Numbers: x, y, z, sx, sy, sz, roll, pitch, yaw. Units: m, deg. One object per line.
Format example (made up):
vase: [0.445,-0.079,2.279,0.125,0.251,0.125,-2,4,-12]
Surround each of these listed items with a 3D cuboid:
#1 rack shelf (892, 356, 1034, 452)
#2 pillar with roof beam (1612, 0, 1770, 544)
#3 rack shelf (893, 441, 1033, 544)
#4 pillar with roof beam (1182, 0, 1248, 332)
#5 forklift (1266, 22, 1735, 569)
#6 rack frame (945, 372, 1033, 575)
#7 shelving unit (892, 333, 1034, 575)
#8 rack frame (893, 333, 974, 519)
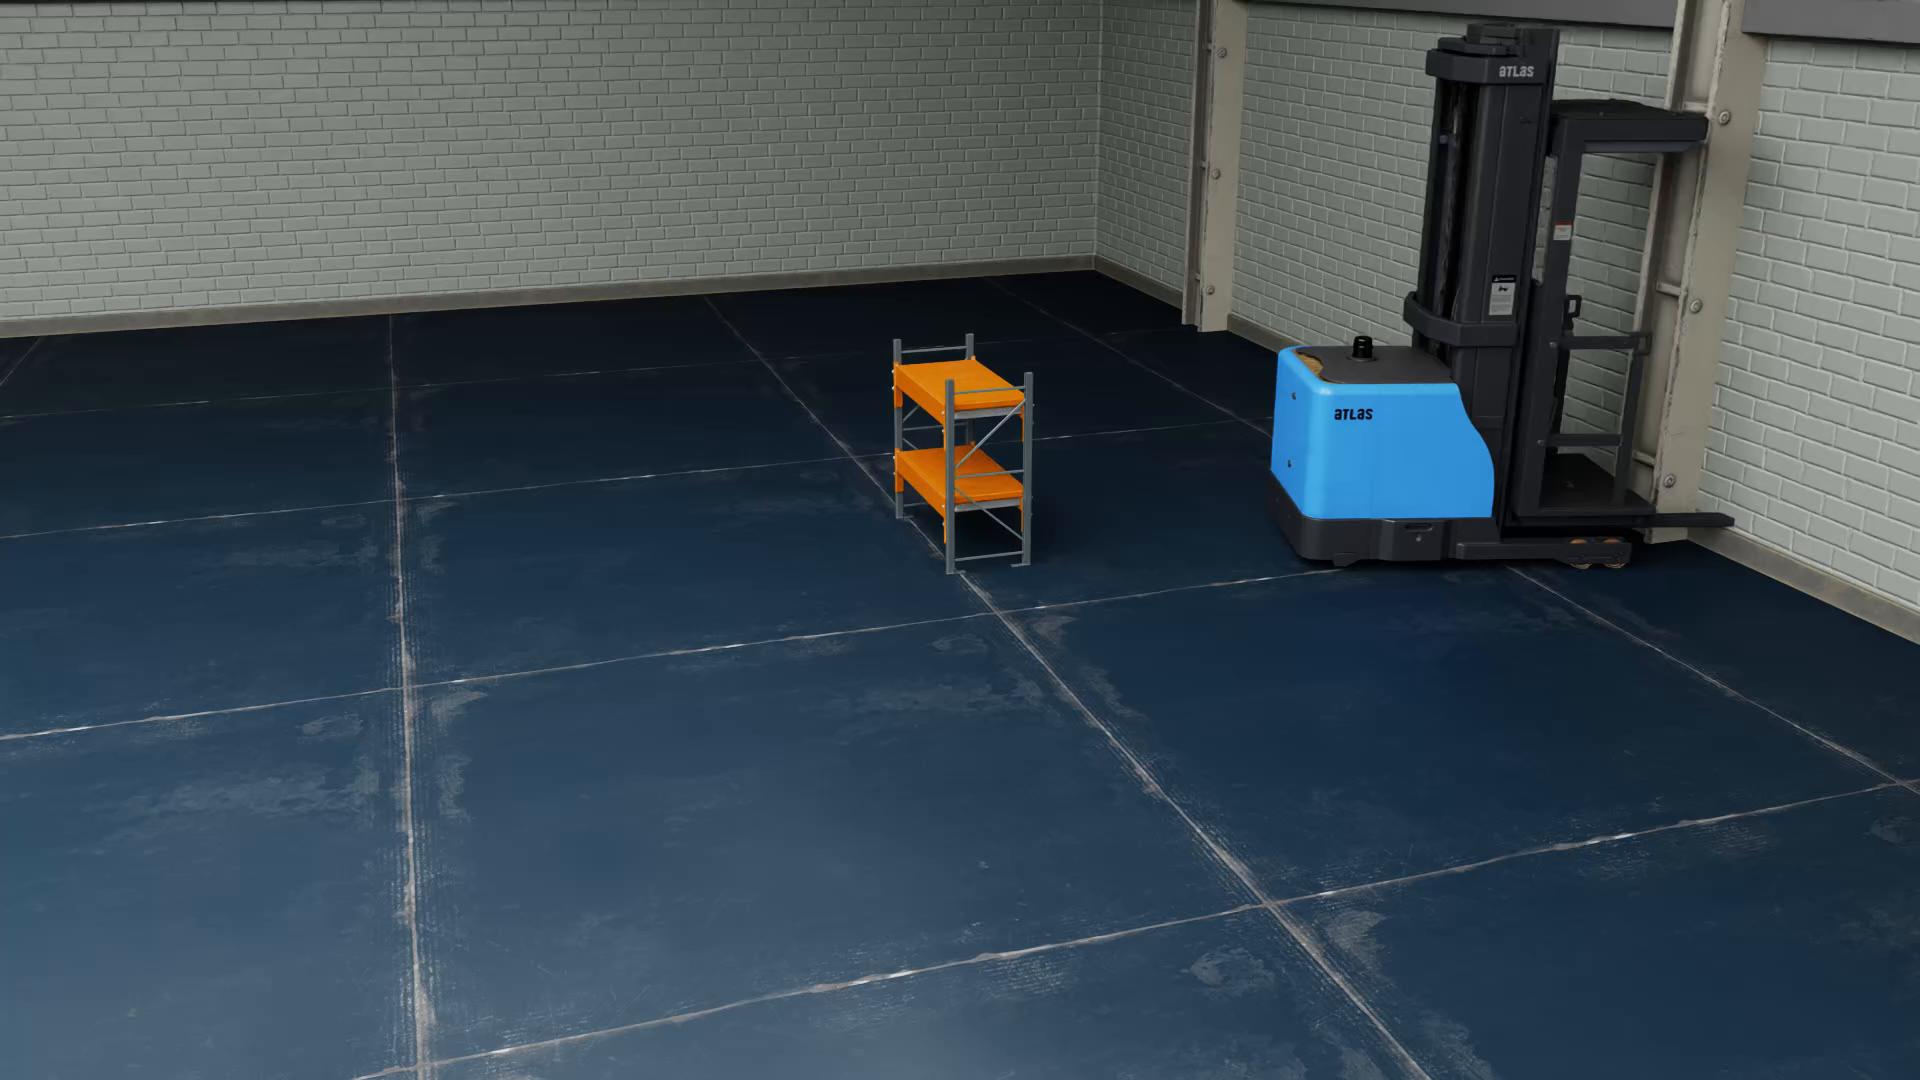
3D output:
rack shelf: [0.002,-0.803,9.621,0.538,0.278,1.000,-6,21,-17]
pillar with roof beam: [0.079,-3.835,7.280,9.100,9.000,0.400,-6,21,-17]
rack shelf: [0.002,-0.297,9.803,0.538,0.278,1.000,-6,21,-17]
pillar with roof beam: [-1.807,-5.760,12.641,9.100,9.000,0.400,-6,21,-17]
forklift: [3.422,-1.394,9.461,3.031,2.935,1.130,-1,20,-2]
rack frame: [0.162,-0.364,9.266,0.500,1.125,0.032,-6,21,-17]
shelving unit: [0.002,-0.527,9.720,0.538,1.125,1.048,-6,21,-17]
rack frame: [-0.158,-0.690,10.174,0.500,1.125,0.032,-6,21,-17]
